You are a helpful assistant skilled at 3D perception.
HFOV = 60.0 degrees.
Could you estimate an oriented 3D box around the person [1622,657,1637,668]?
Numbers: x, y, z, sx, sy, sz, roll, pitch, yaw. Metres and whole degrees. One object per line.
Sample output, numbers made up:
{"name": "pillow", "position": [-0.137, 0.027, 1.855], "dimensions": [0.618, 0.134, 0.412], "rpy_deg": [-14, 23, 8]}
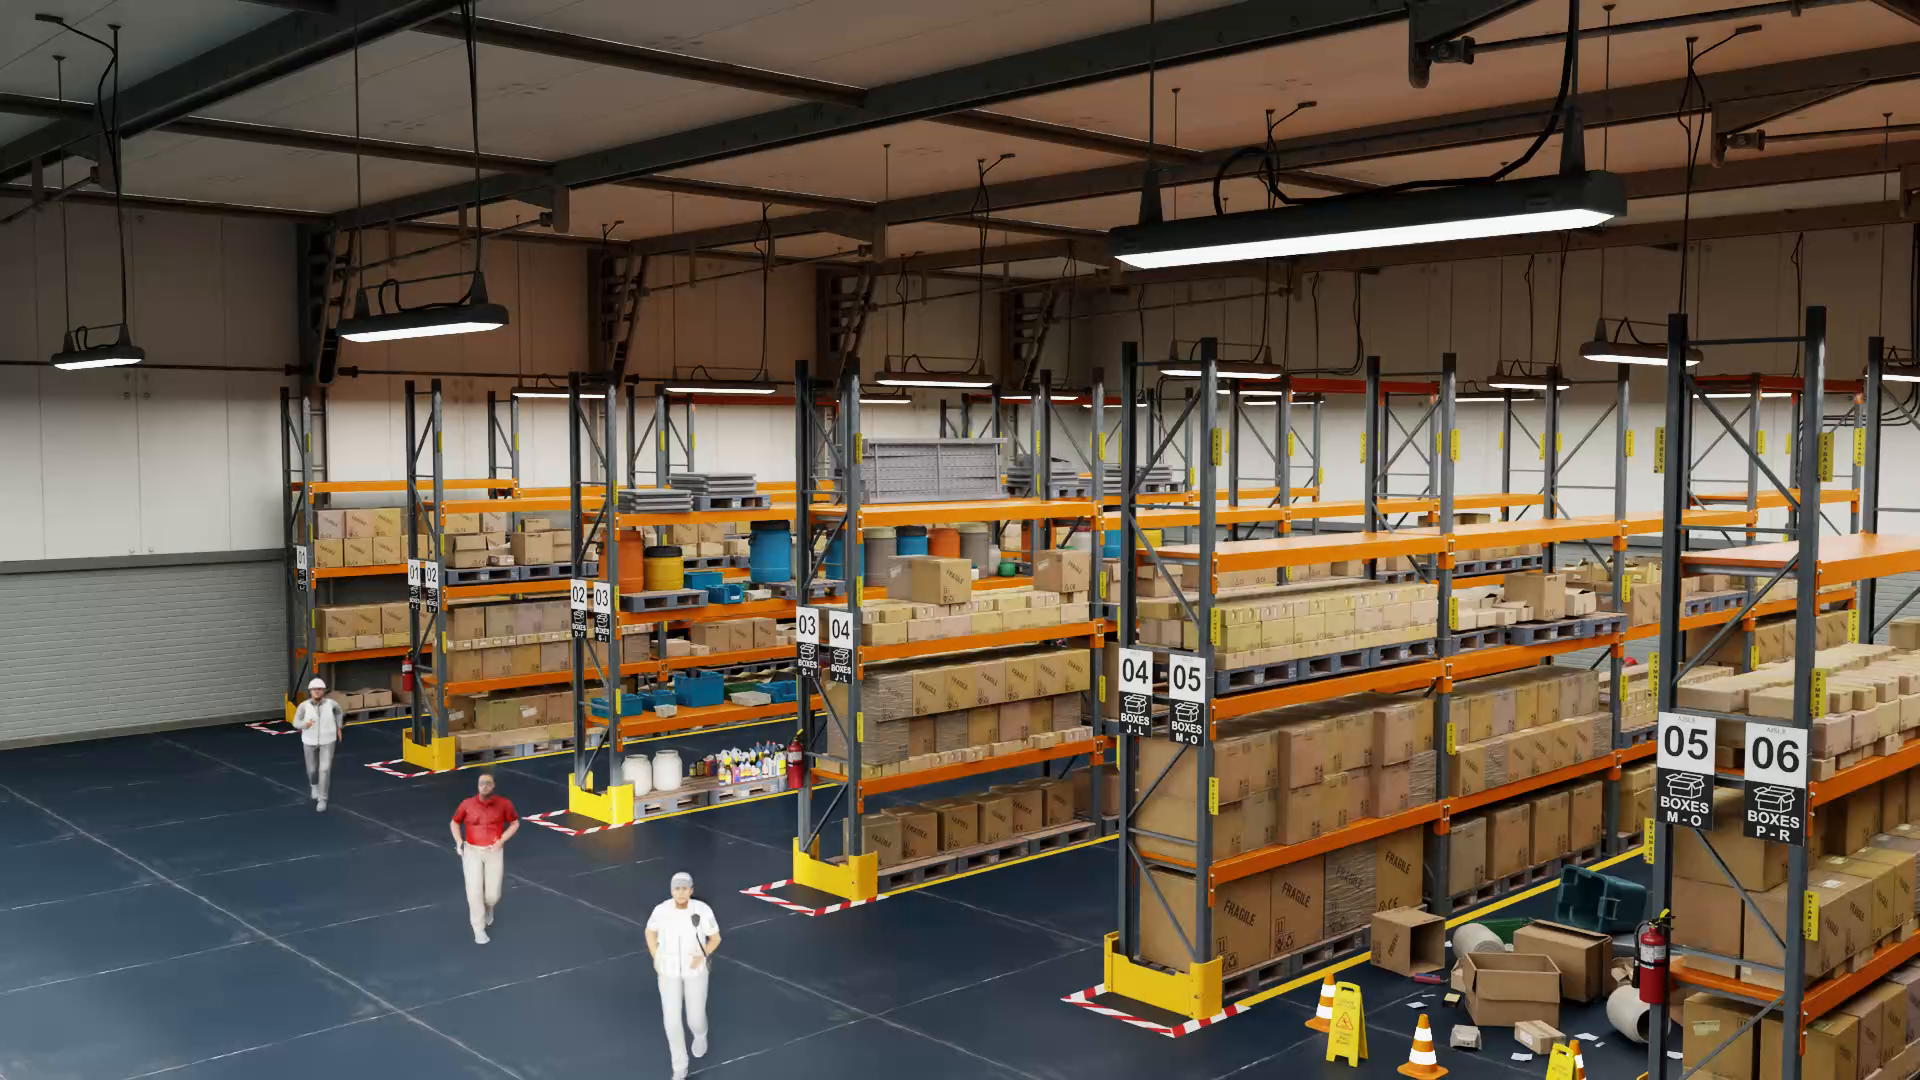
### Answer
{"name": "person", "position": [10.215, 2.662, 25.305], "dimensions": [0.668, 1.784, 0.951], "rpy_deg": [4, 5, 44]}

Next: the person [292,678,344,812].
{"name": "person", "position": [-8.847, 2.783, 22.934], "dimensions": [0.652, 1.768, 0.969], "rpy_deg": [-1, 4, -19]}

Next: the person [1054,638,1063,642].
{"name": "person", "position": [2.073, 1.936, 32.828], "dimensions": [0.703, 1.770, 0.950], "rpy_deg": [3, 5, 41]}

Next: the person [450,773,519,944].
{"name": "person", "position": [-4.896, 3.252, 17.154], "dimensions": [0.688, 1.715, 0.687], "rpy_deg": [-1, 4, -16]}

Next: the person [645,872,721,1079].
{"name": "person", "position": [-2.234, 3.489, 13.390], "dimensions": [0.613, 1.663, 0.709], "rpy_deg": [0, 4, -5]}
